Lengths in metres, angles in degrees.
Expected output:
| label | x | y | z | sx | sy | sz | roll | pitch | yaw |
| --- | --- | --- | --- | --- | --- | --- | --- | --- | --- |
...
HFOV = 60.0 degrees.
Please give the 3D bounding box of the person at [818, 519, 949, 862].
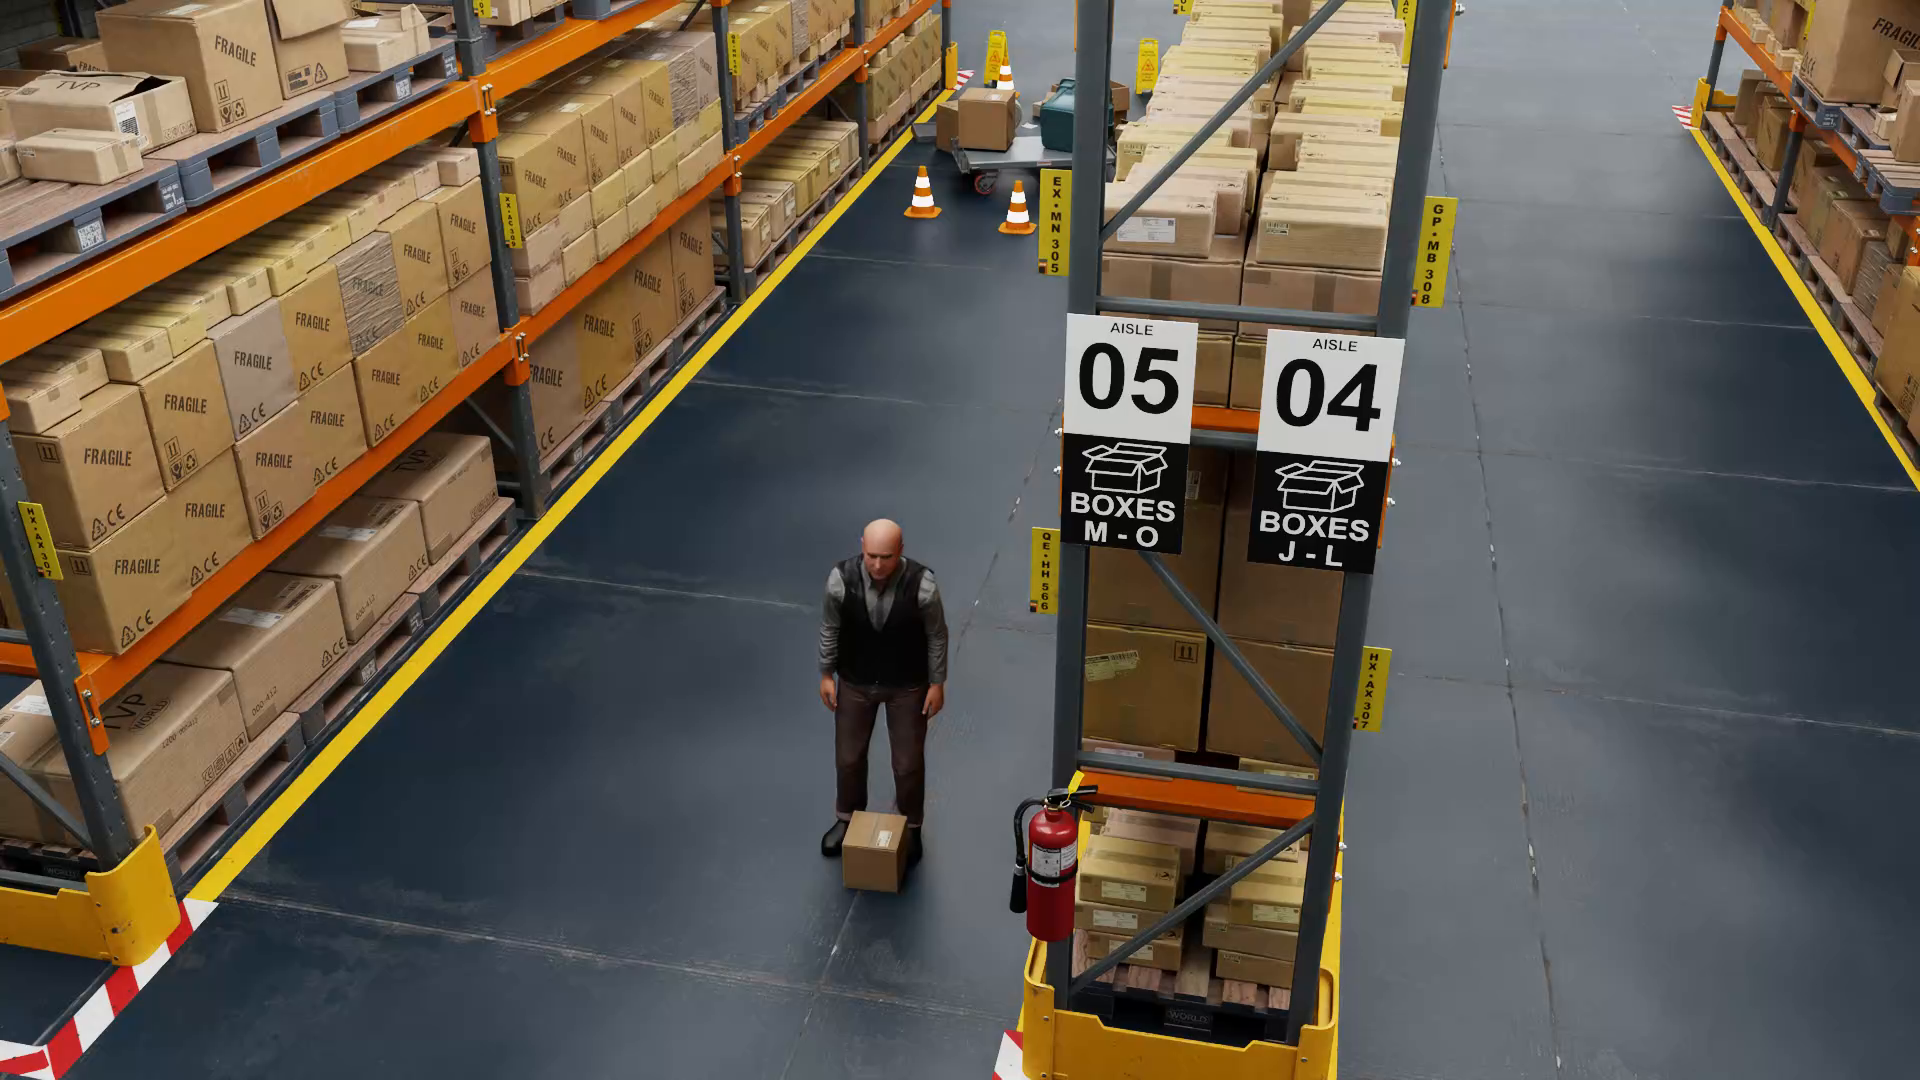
| label | x | y | z | sx | sy | sz | roll | pitch | yaw |
| --- | --- | --- | --- | --- | --- | --- | --- | --- | --- |
| person | -0.344 | 0.687 | 7.497 | 0.588 | 1.615 | 0.424 | 4 | 29 | 7 |
